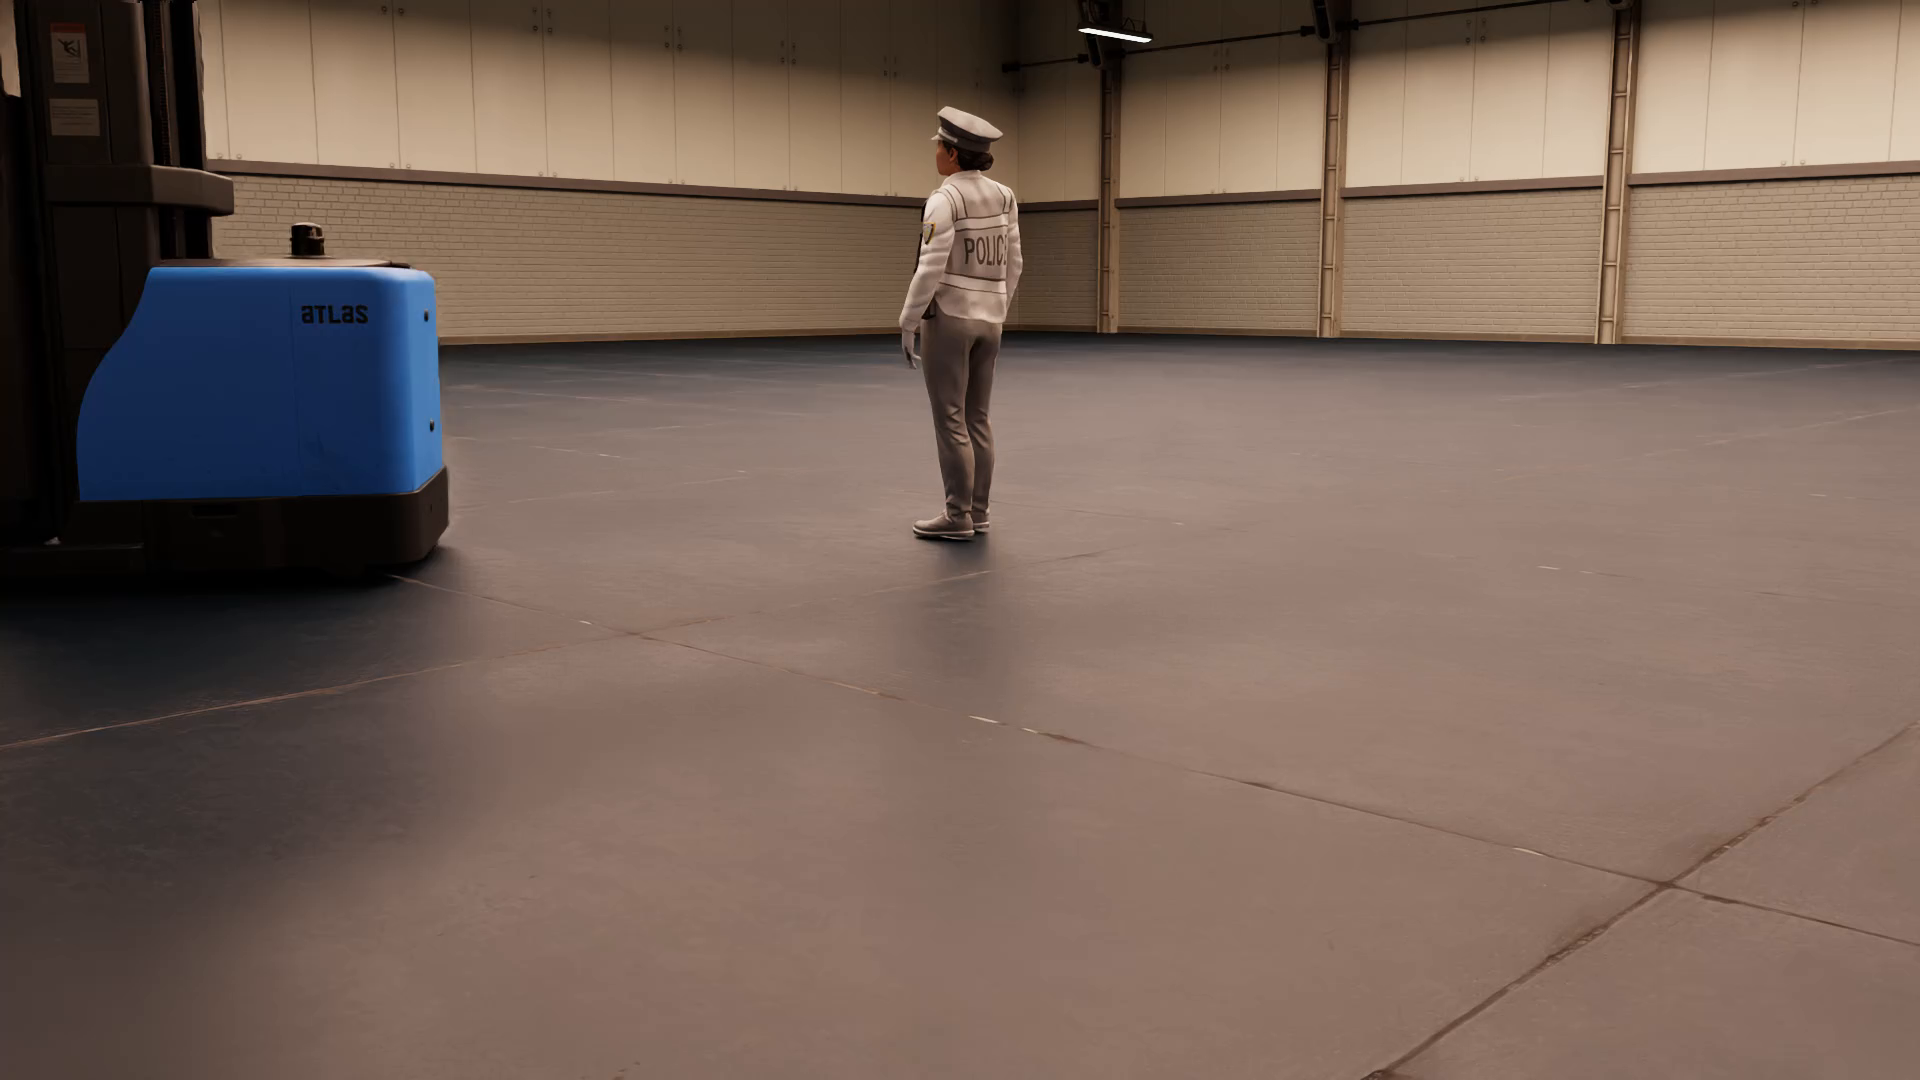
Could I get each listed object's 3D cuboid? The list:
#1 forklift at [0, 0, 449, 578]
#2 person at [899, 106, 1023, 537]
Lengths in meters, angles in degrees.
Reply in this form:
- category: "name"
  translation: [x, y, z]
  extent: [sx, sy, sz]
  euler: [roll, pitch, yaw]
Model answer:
- category: "forklift"
  translation: [-3.440, -1.331, 5.713]
  extent: [3.031, 2.935, 1.130]
  euler: [-2, 9, -11]
- category: "person"
  translation: [-0.044, -0.853, 6.643]
  extent: [0.530, 1.694, 0.586]
  euler: [8, 12, 43]
